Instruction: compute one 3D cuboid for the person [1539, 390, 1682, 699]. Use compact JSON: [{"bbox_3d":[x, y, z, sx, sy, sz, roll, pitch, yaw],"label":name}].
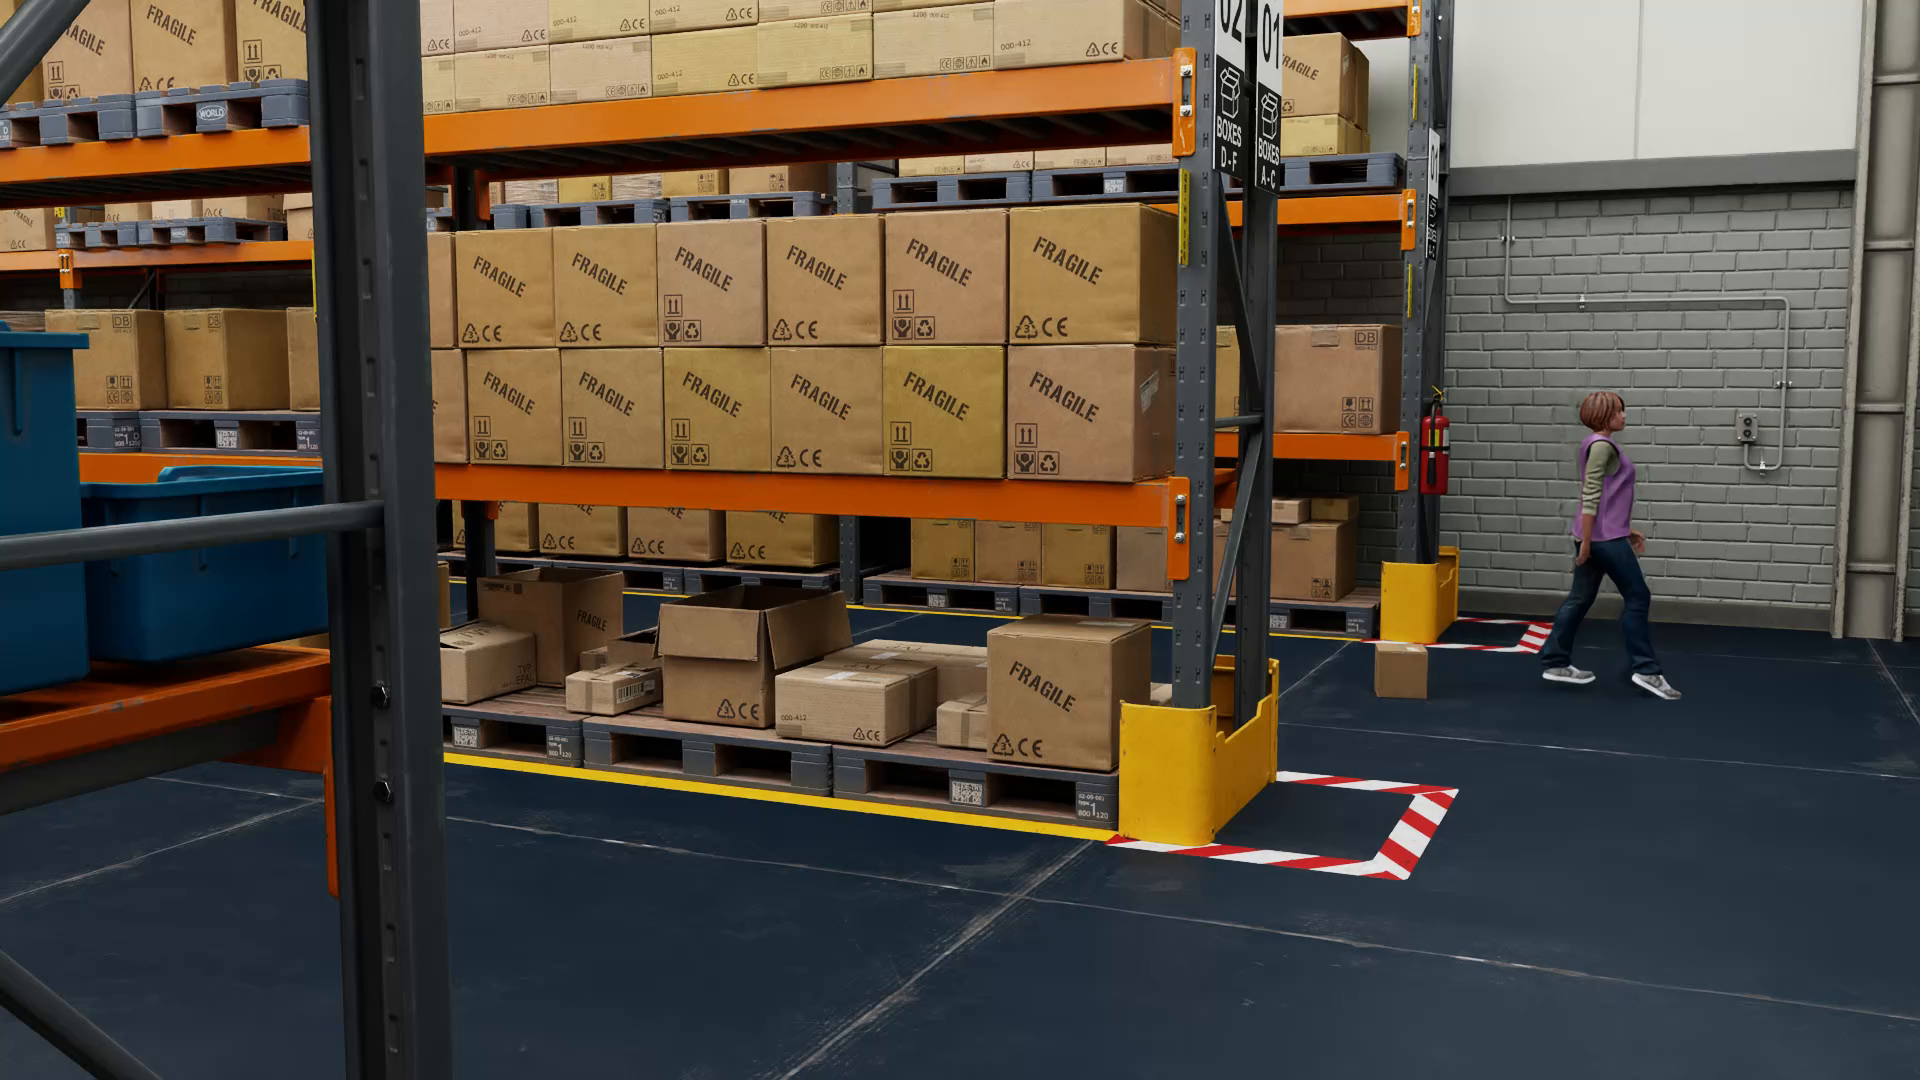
[{"bbox_3d":[3.470,0.019,8.836,0.701,1.624,0.415,1,6,13],"label":"person"}]
